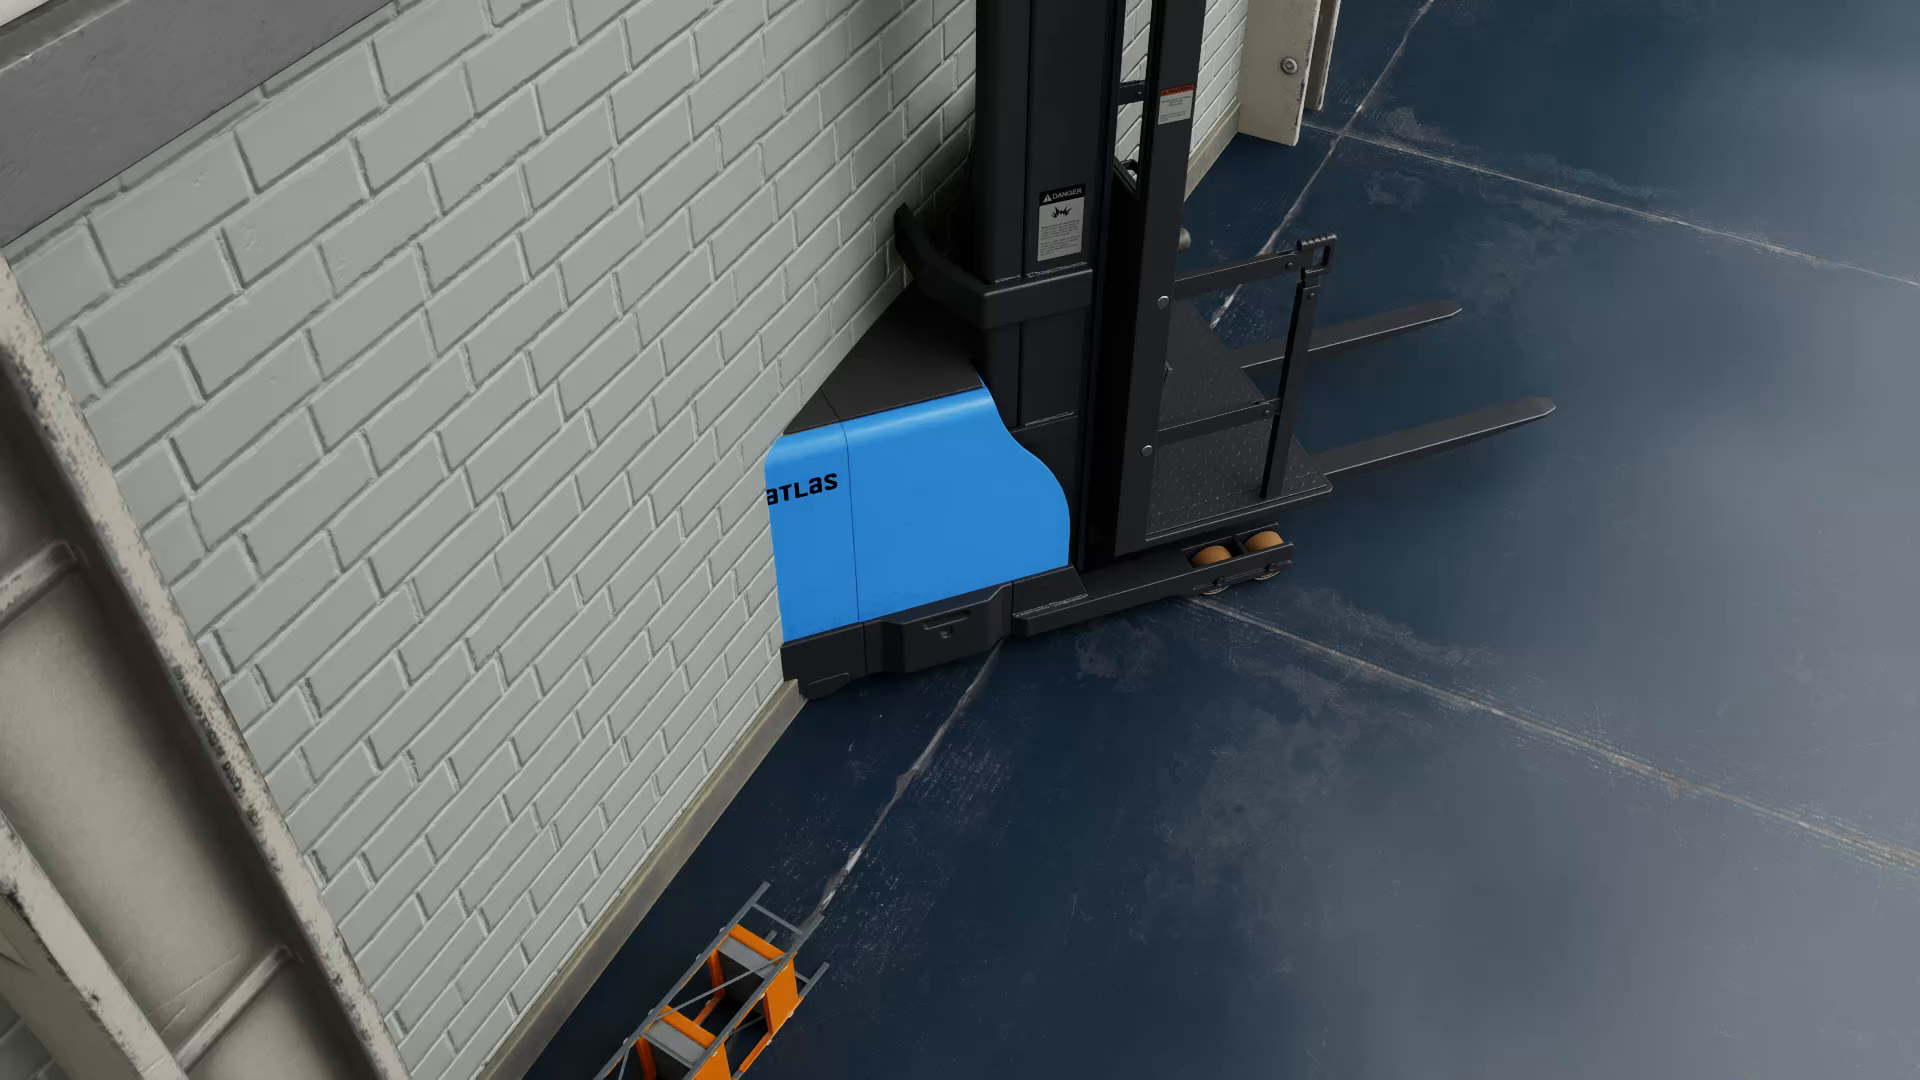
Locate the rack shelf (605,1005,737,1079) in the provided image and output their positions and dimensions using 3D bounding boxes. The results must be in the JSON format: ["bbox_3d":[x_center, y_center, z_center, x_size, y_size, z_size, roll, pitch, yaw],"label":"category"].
[{"bbox_3d":[-0.737,1.365,4.220,0.215,0.240,0.259,25,50,23],"label":"rack shelf"}]

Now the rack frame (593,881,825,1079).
[{"bbox_3d":[-0.732,1.273,4.139,0.200,0.008,1.050,25,50,23],"label":"rack frame"}]

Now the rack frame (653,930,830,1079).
[{"bbox_3d":[-0.732,1.444,4.313,0.200,0.008,1.050,25,50,23],"label":"rack frame"}]

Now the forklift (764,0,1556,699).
[{"bbox_3d":[0.584,-1.186,4.862,3.031,2.935,1.130,-15,47,-14],"label":"forklift"}]

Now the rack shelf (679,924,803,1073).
[{"bbox_3d":[-0.581,1.196,4.386,0.215,0.240,0.259,25,50,23],"label":"rack shelf"}]

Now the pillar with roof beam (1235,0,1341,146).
[{"bbox_3d":[5.275,-3.694,3.074,9.100,9.000,0.400,20,49,19],"label":"pillar with roof beam"}]

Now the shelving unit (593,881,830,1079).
[{"bbox_3d":[-0.732,1.358,4.226,0.215,0.252,1.050,25,50,23],"label":"shelving unit"}]
